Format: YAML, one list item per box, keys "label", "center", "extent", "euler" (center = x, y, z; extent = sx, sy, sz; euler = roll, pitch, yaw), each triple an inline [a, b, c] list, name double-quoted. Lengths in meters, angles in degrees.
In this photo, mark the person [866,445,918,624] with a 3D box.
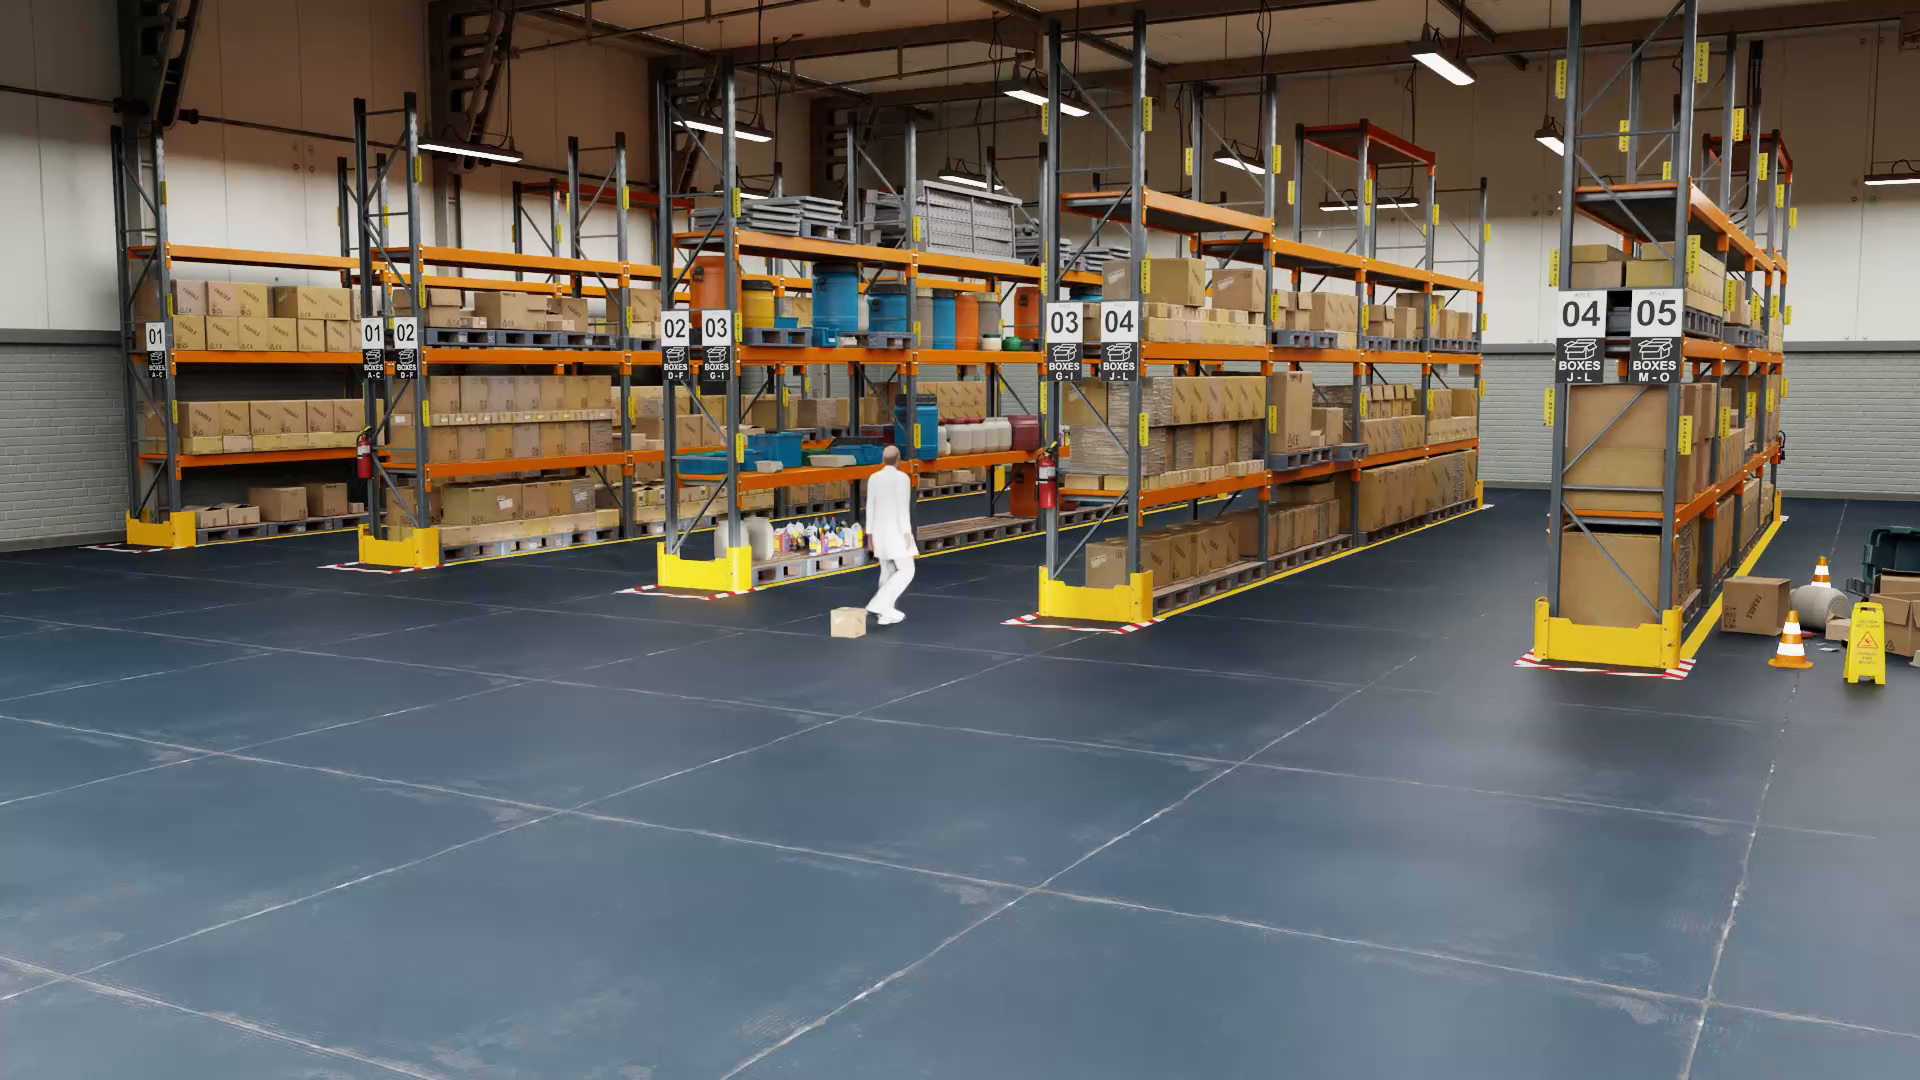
- label: "person"
  center: [-0.736, -0.044, 16.469]
  extent: [0.600, 1.772, 0.623]
  euler: [-6, 8, -45]
